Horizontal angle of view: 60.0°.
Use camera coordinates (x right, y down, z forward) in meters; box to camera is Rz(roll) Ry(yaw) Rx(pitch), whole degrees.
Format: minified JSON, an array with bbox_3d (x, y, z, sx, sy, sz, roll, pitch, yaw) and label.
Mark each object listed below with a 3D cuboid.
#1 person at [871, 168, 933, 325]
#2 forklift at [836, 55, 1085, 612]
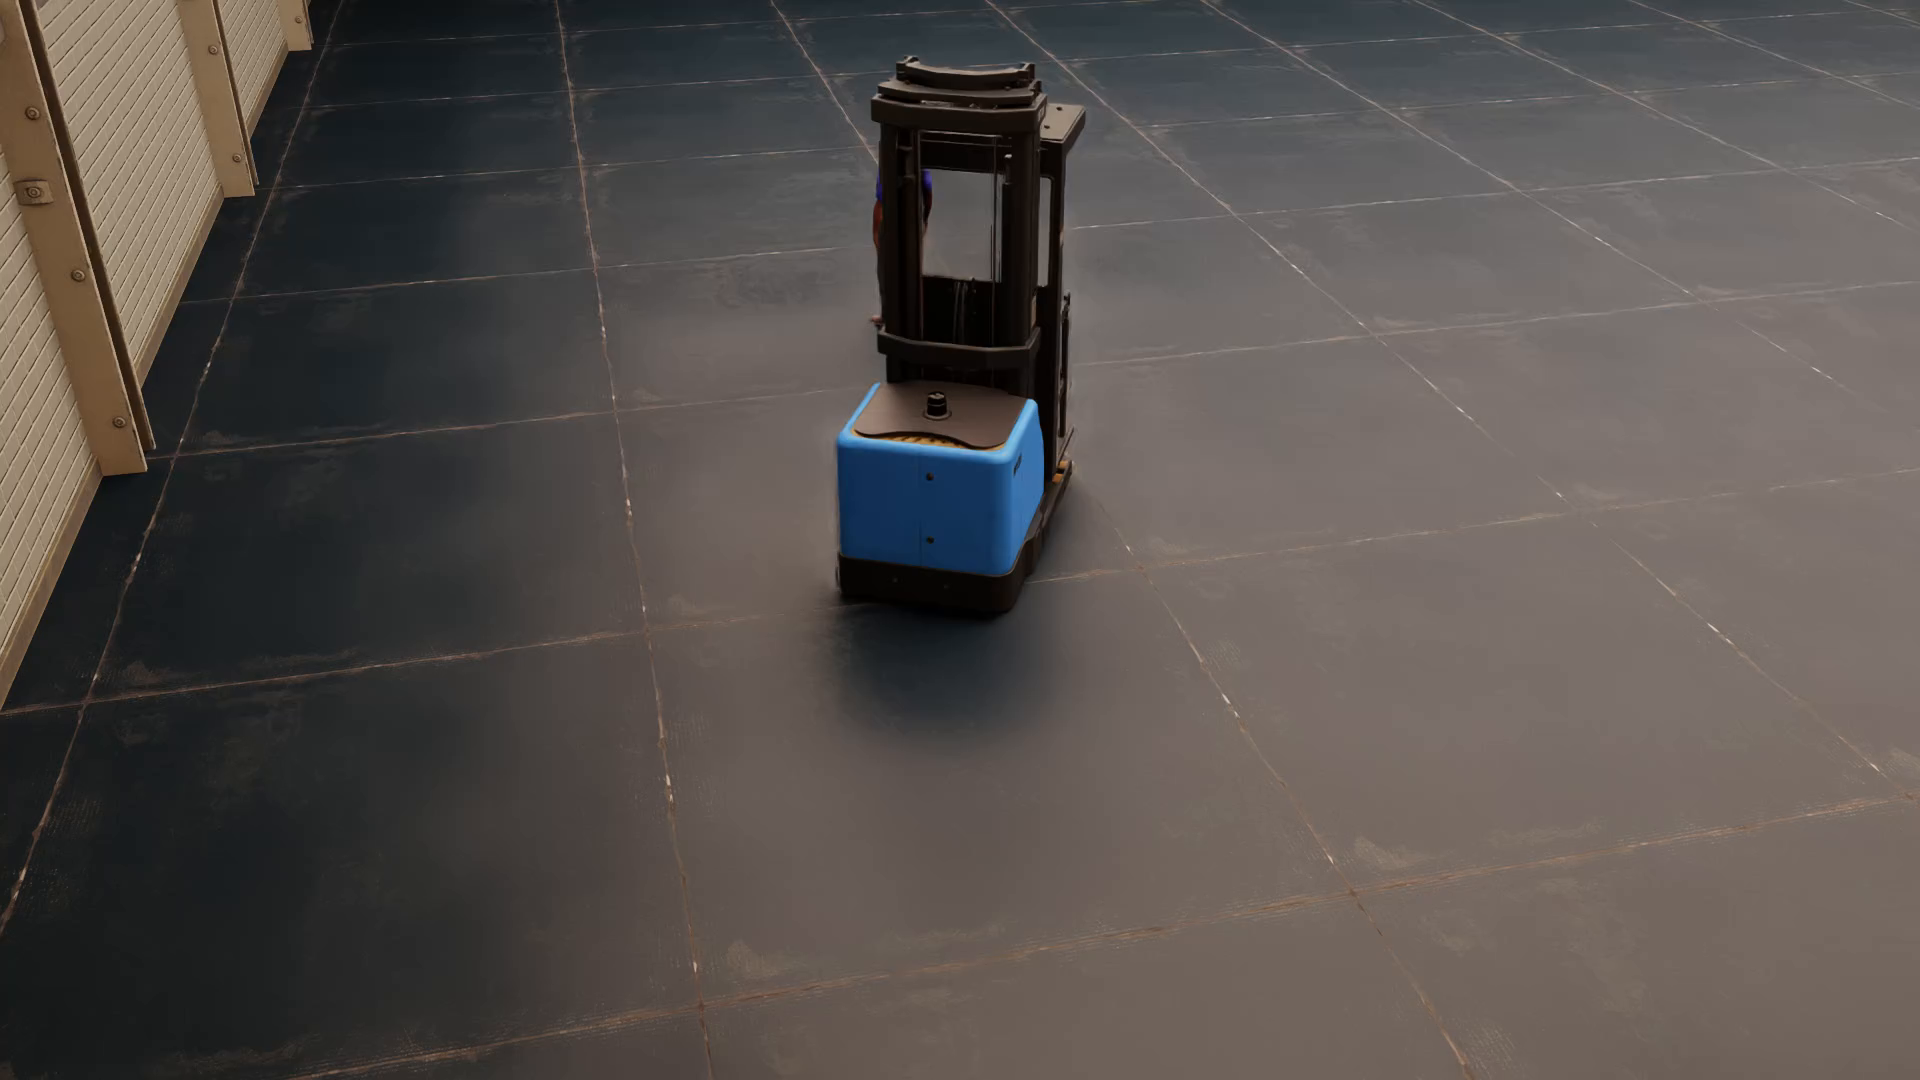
[{"bbox_3d":[-0.485,-2.469,13.135,0.534,1.675,0.429,-16,34,-25],"label":"person"},{"bbox_3d":[0.129,-1.577,10.298,1.130,2.935,3.031,7,31,12],"label":"forklift"}]
